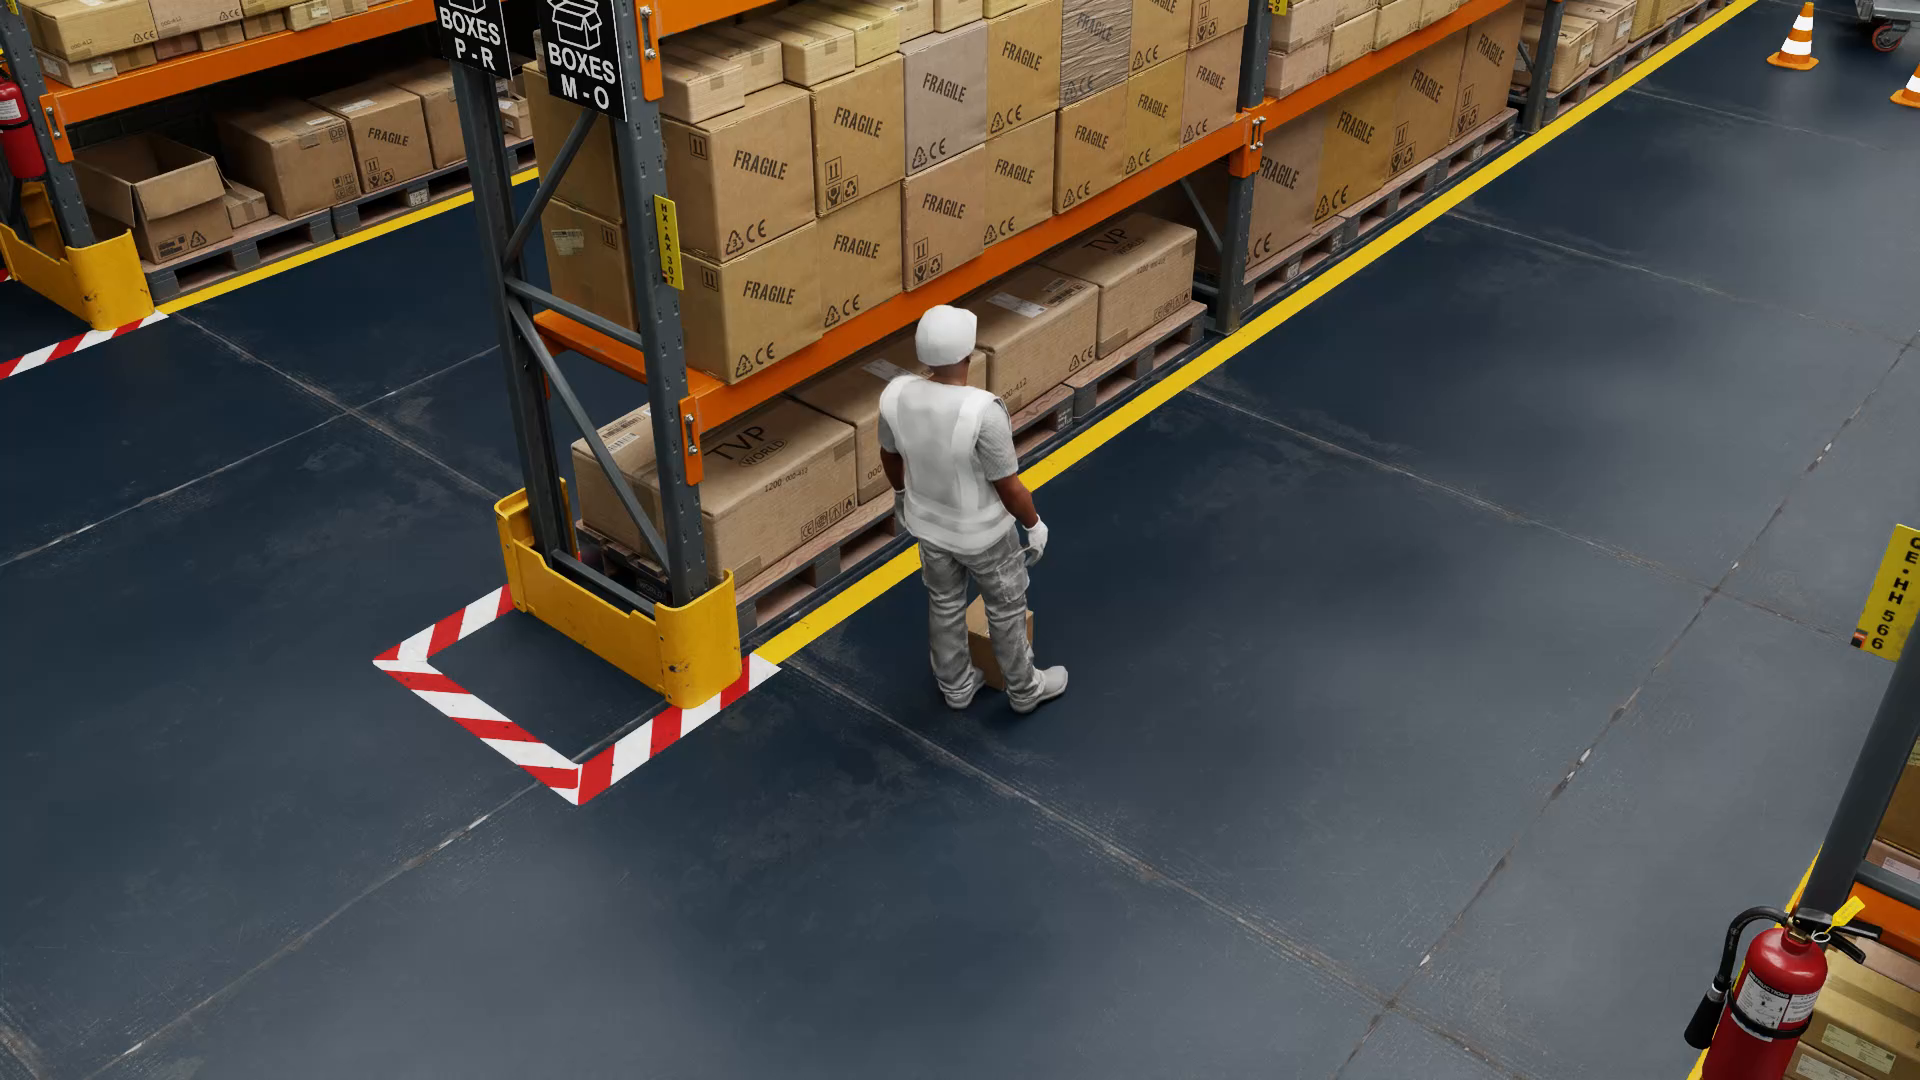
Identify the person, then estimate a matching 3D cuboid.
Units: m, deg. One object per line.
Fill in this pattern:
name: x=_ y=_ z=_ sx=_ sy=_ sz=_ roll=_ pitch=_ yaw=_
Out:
person: x=0.051 y=-0.111 z=6.272 sx=0.656 sy=1.786 sz=0.574 roll=20 pitch=39 yaw=26
